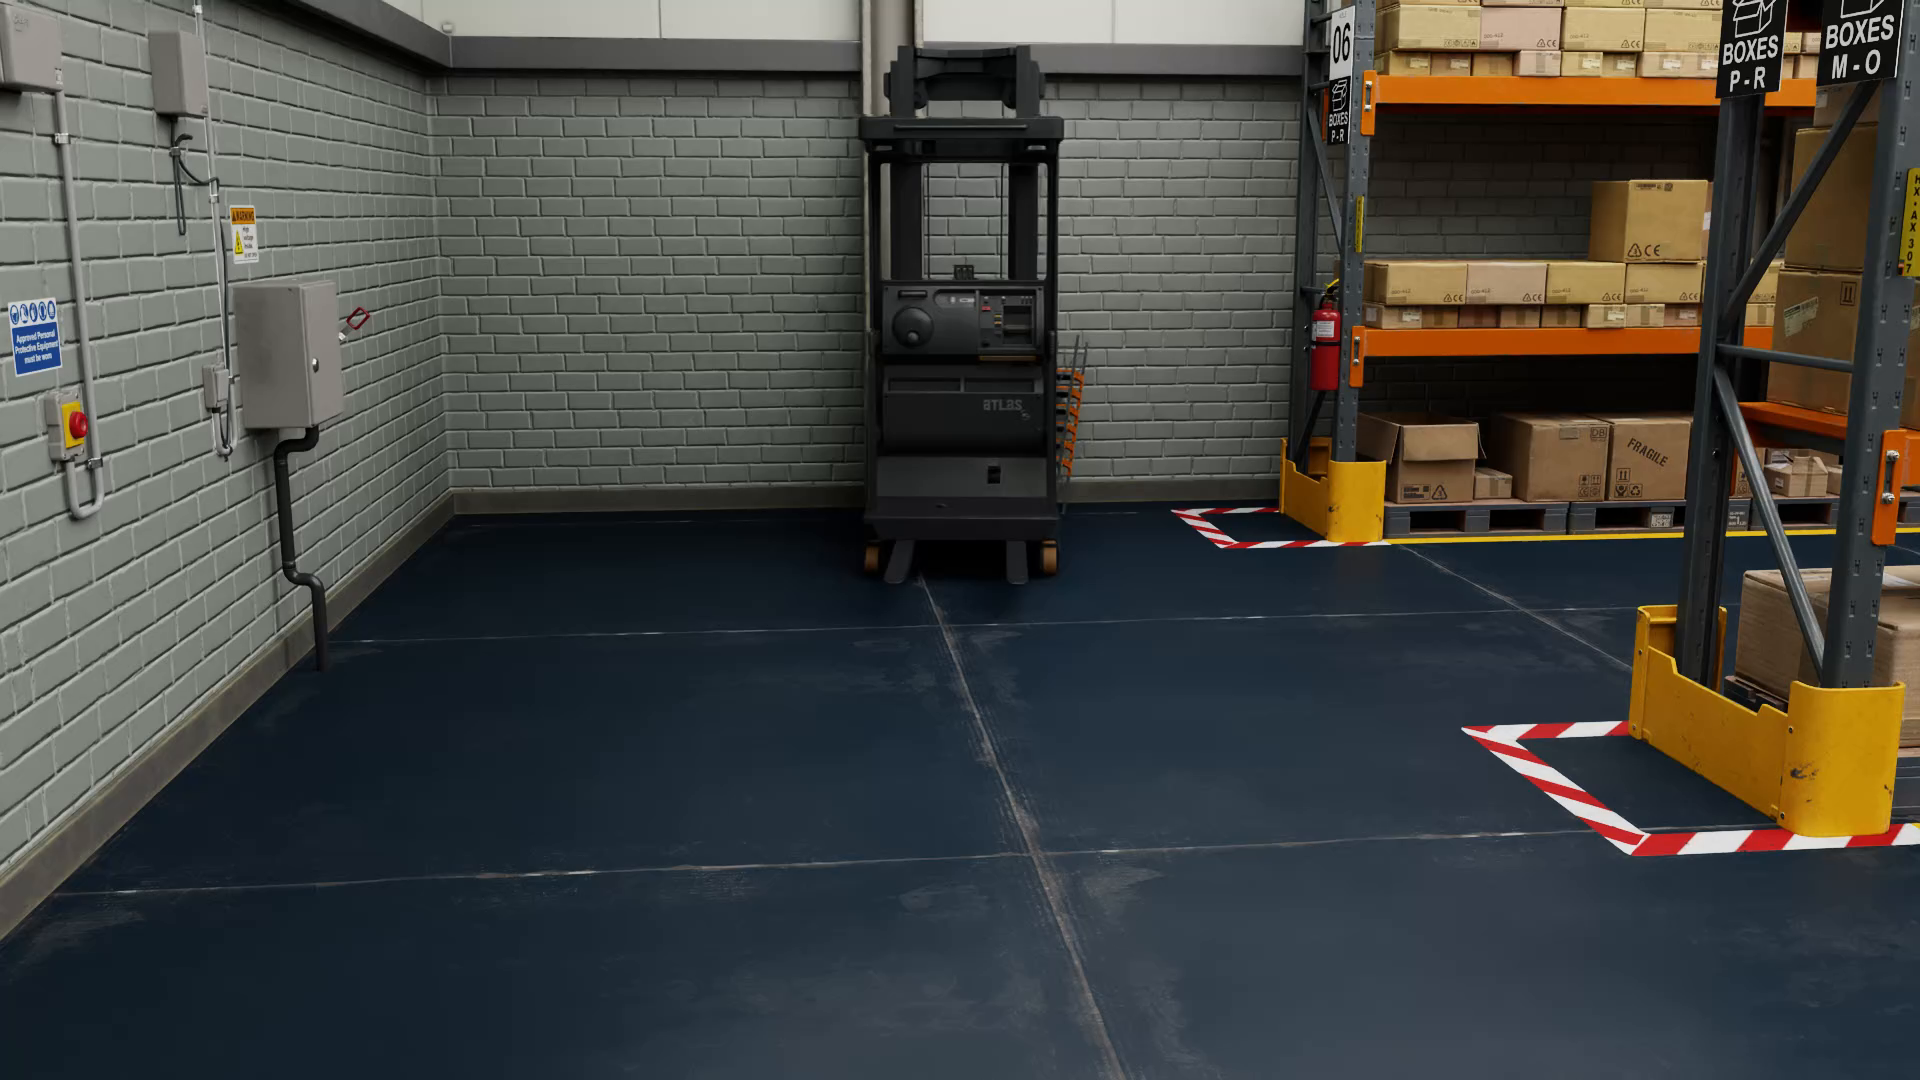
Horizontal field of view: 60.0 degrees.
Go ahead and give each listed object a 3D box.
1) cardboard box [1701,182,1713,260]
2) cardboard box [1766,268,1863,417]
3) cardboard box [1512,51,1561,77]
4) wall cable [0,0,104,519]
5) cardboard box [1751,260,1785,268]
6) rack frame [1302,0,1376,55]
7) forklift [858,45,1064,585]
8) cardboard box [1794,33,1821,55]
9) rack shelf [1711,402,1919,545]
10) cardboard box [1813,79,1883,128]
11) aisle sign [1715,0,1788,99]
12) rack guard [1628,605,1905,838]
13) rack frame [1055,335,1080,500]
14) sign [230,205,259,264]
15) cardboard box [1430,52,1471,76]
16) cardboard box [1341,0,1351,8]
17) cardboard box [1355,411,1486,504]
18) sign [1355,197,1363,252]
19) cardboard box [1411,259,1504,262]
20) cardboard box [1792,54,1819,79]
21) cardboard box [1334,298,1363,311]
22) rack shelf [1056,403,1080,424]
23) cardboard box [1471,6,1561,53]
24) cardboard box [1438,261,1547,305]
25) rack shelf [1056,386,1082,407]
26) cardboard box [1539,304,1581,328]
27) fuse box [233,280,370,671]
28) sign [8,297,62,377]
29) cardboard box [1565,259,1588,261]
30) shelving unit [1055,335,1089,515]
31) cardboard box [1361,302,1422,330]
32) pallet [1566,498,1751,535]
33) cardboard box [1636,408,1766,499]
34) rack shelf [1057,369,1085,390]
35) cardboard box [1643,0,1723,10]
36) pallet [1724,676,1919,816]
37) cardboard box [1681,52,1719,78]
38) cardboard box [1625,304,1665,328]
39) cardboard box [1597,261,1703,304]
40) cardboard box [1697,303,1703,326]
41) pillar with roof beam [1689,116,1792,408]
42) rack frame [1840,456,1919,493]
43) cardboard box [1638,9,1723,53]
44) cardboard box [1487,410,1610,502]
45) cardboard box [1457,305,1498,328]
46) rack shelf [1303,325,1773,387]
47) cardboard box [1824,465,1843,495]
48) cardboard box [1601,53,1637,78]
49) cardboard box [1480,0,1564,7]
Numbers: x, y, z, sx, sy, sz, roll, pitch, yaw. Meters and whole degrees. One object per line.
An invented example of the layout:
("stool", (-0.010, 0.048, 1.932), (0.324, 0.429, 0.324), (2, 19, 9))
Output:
("cardboard box", (4.796, -2.111, 11.003), (0.500, 0.500, 0.500), (-2, 11, -8))
("cardboard box", (3.319, -0.725, 6.022), (0.500, 0.500, 0.500), (-1, 11, -6))
("cardboard box", (3.444, -2.876, 10.095), (0.250, 0.149, 0.380), (-1, 11, -5))
("wall cable", (-2.735, -1.007, 5.001), (0.123, 1.953, 0.585), (-1, 11, -6))
("cardboard box", (5.329, -1.652, 10.614), (0.500, 0.250, 0.500), (-1, 11, -6))
("rack frame", (2.328, -4.511, 9.985), (0.127, 3.000, 1.000), (-1, 11, -6))
("forklift", (0.015, -1.299, 9.377), (1.130, 2.935, 3.031), (0, 11, 1))
("cardboard box", (5.337, -3.124, 10.323), (0.500, 0.250, 0.500), (-2, 11, -8))
("rack shelf", (4.856, -0.304, 6.003), (4.000, 0.370, 1.077), (-1, 11, -6))
("cardboard box", (3.203, -1.519, 5.787), (0.250, 0.149, 0.380), (-1, 11, -5))
("aisle sign", (2.763, -1.949, 5.766), (0.004, 0.787, 0.394), (-1, 11, -6))
("rack guard", (2.844, 0.612, 5.961), (0.348, 0.500, 1.175), (-1, 11, -6))
("rack frame", (0.611, -0.802, 11.191), (0.240, 1.200, 0.006), (5, -7, 25))
("sign", (-3.017, -1.290, 7.011), (0.001, 0.242, 0.339), (-1, 11, -6))
("cardboard box", (2.928, -2.888, 10.159), (0.250, 0.149, 0.380), (-1, 11, -5))
("cardboard box", (2.740, -3.419, 10.531), (0.500, 0.250, 0.500), (-2, 11, -8))
("cardboard box", (2.947, -0.543, 10.736), (0.637, 0.503, 0.797), (-2, 11, -8))
("sign", (2.387, -1.888, 9.951), (0.005, 0.325, 0.100), (-1, 11, -6))
("cardboard box", (3.270, -1.711, 10.911), (0.500, 0.250, 0.500), (-1, 11, -6))
("cardboard box", (5.223, -2.922, 10.332), (0.250, 0.149, 0.380), (-1, 11, -6))
("cardboard box", (2.629, -1.502, 10.885), (0.250, 0.149, 0.380), (-1, 11, -7))
("rack shelf", (0.659, -0.861, 11.282), (0.258, 0.103, 0.180), (5, -7, 25))
("cardboard box", (3.302, -3.083, 10.114), (0.500, 0.250, 0.500), (-1, 11, -5))
("cardboard box", (3.310, -1.608, 10.388), (0.500, 0.250, 0.500), (-1, 11, -5))
("rack shelf", (0.677, -0.979, 11.295), (0.258, 0.103, 0.180), (5, -7, 25))
("cardboard box", (3.711, -1.425, 10.490), (0.250, 0.149, 0.380), (-1, 11, -5))
("fuse box", (-2.817, -0.267, 7.291), (0.414, 1.711, 0.539), (-1, 11, -6))
("sign", (-2.791, -0.615, 5.022), (0.001, 0.218, 0.327), (-1, 11, -6))
("cardboard box", (4.282, -1.731, 11.014), (0.500, 0.250, 0.500), (-1, 11, -6))
("shelving unit", (0.648, -0.787, 11.273), (0.258, 1.200, 0.189), (5, -7, 25))
("cardboard box", (2.685, -1.398, 10.355), (0.250, 0.149, 0.380), (-1, 11, -7))
("pallet", (4.406, -0.242, 11.052), (1.213, 0.211, 1.003), (-1, 11, -6))
("cardboard box", (4.833, -0.573, 10.899), (0.500, 0.500, 0.700), (-2, 11, -8))
("rack shelf", (0.694, -1.097, 11.309), (0.258, 0.103, 0.180), (5, -7, 25))
("cardboard box", (4.308, -3.350, 10.180), (0.500, 0.250, 0.500), (-1, 11, -5))
("pallet", (3.655, 0.721, 6.152), (1.213, 0.211, 1.003), (-1, 11, -6))
("cardboard box", (4.452, -2.897, 10.204), (0.250, 0.149, 0.380), (-1, 11, -5))
("cardboard box", (4.230, -1.425, 10.491), (0.250, 0.149, 0.380), (-1, 11, -5))
("cardboard box", (4.319, -1.634, 10.520), (0.500, 0.250, 0.500), (-1, 11, -8))
("cardboard box", (4.720, -1.458, 10.658), (0.250, 0.149, 0.380), (-1, 11, -5))
("pillar with roof beam", (5.980, -3.927, 7.015), (0.400, 9.000, 9.100), (-1, 11, -6))
("rack frame", (6.305, -1.651, 10.988), (0.127, 3.000, 1.000), (-1, 11, -6))
("cardboard box", (4.324, -3.106, 10.234), (0.500, 0.250, 0.500), (-1, 11, -7))
("cardboard box", (3.801, -0.552, 10.789), (0.500, 0.500, 0.700), (-1, 11, -4))
("cardboard box", (3.190, -1.424, 10.489), (0.250, 0.149, 0.380), (-1, 11, -7))
("rack shelf", (4.317, -1.256, 10.845), (4.000, 0.370, 1.077), (-1, 11, -6))
("cardboard box", (5.783, -0.390, 10.877), (0.250, 0.149, 0.380), (-2, 11, -8))
("cardboard box", (3.943, -2.900, 10.217), (0.250, 0.149, 0.380), (-1, 11, -7))
("cardboard box", (3.304, -3.325, 10.049), (0.500, 0.250, 0.500), (-1, 11, -6))
